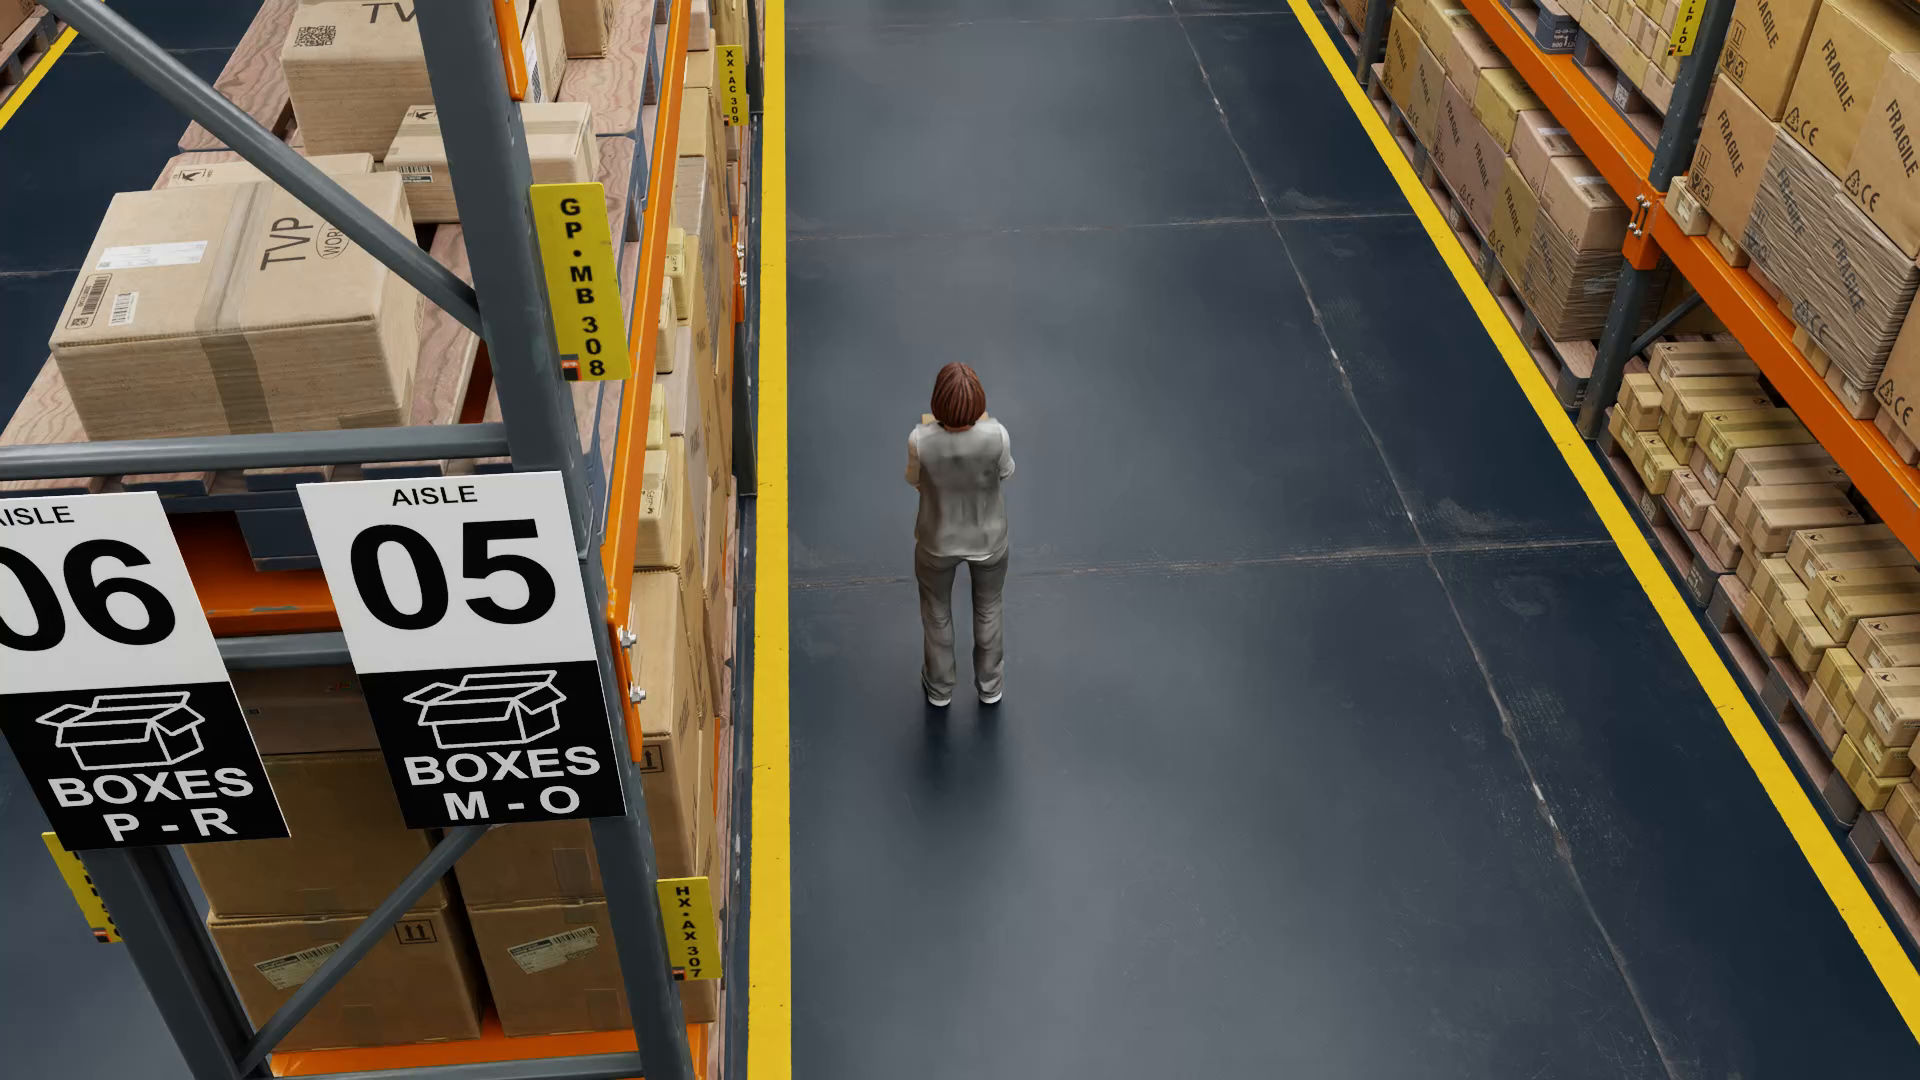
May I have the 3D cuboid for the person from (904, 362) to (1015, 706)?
[{"bbox_3d":[-0.002,-0.061,6.241,0.404,1.590,0.492,-3,40,-3],"label":"person"}]
